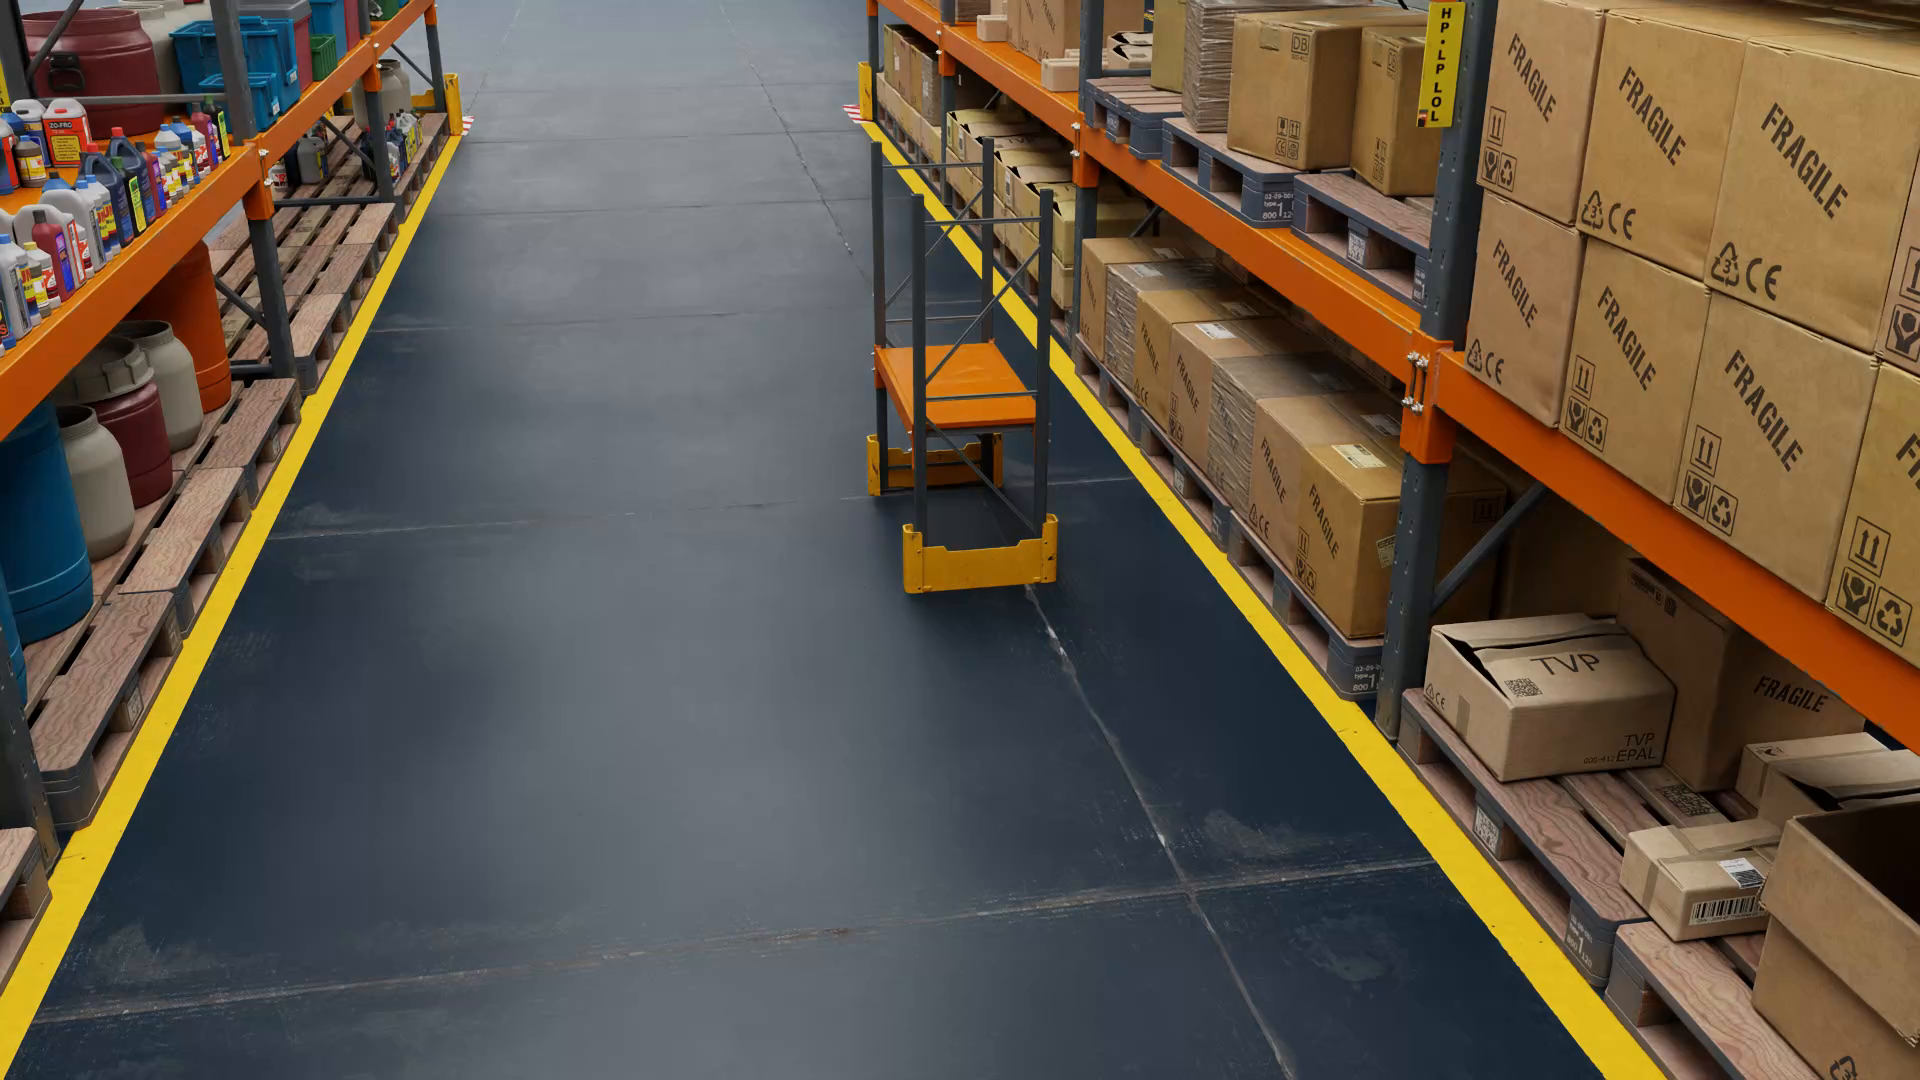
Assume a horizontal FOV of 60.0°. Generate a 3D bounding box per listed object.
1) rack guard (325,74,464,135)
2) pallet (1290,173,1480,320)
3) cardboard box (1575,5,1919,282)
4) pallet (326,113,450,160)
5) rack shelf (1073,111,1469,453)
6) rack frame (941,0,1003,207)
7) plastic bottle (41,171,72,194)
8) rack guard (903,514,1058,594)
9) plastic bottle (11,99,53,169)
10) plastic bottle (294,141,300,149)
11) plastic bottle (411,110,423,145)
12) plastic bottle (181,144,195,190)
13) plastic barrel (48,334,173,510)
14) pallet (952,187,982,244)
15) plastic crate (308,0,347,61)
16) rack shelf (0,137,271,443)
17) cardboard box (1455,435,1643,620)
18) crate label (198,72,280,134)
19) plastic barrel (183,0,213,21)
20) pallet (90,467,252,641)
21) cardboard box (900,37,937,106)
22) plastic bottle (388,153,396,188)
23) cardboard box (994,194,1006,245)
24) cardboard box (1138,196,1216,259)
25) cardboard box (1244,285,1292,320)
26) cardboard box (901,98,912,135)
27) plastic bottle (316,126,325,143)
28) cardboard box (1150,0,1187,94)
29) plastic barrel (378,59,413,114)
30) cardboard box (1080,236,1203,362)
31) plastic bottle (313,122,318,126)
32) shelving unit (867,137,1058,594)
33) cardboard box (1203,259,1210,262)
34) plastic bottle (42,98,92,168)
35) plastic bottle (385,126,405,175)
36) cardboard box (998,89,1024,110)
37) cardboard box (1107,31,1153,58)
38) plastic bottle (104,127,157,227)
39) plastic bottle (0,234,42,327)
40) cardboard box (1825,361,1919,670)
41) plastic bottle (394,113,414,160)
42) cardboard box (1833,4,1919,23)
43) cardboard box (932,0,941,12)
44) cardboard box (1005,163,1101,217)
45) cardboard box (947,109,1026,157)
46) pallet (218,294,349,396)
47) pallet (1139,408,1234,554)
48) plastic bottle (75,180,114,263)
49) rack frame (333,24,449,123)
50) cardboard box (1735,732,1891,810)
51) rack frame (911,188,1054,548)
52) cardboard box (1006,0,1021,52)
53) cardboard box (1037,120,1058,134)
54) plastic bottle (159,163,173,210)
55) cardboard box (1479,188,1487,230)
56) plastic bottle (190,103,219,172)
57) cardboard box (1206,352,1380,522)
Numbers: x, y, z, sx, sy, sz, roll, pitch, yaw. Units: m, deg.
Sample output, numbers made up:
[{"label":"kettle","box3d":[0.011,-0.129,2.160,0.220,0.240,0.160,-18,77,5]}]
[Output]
[{"label":"rack guard","box3d":[-5.186,-3.973,15.223,1.175,0.500,0.348,-4,24,-10]},{"label":"pallet","box3d":[1.800,-1.025,5.589,1.003,0.211,1.213,-4,24,-10]},{"label":"cardboard box","box3d":[1.747,-0.885,3.655,0.500,0.500,0.500,-5,24,-11]},{"label":"pallet","box3d":[-5.041,-3.521,14.548,1.003,0.211,1.213,-4,24,-10]},{"label":"rack shelf","box3d":[1.471,-1.247,6.757,1.077,0.370,4.000,-4,24,-10]},{"label":"rack frame","box3d":[0.362,-3.937,12.017,1.000,3.000,0.127,-4,24,-10]},{"label":"plastic bottle","box3d":[-3.125,-1.146,5.786,0.097,0.271,0.097,0,24,0]},{"label":"rack guard","box3d":[0.078,0.051,6.320,0.587,0.250,0.087,-4,24,-10]},{"label":"plastic bottle","box3d":[-4.005,-1.748,7.159,0.152,0.276,0.135,-4,24,-10]},{"label":"plastic bottle","box3d":[-4.945,-2.867,12.327,0.144,0.351,0.185,-6,24,-12]},{"label":"plastic bottle","box3d":[-4.437,-3.368,13.557,0.061,0.283,0.133,-4,24,-8]},{"label":"plastic bottle","box3d":[-3.173,-1.528,6.748,0.097,0.201,0.097,0,24,0]},{"label":"plastic barrel","box3d":[-3.451,-0.451,6.522,0.600,0.588,0.708,-4,24,-10]},{"label":"pallet","box3d":[0.536,-2.372,11.918,1.003,0.211,1.213,-4,24,-10]},{"label":"plastic crate","box3d":[-3.997,-3.154,10.243,0.392,0.384,0.575,-4,24,-10]},{"label":"rack shelf","box3d":[-3.398,-0.882,5.921,1.077,0.370,4.000,-4,24,-10]},{"label":"cardboard box","box3d":[1.991,-0.055,5.701,0.500,0.500,0.500,-5,24,-12]},{"label":"crate label","box3d":[-3.477,-2.115,8.055,0.303,0.233,0.416,-4,24,-10]},{"label":"plastic barrel","box3d":[-4.330,-2.783,9.205,0.433,0.535,0.433,0,24,0]},{"label":"pallet","box3d":[-3.358,0.065,6.337,1.003,0.211,1.213,-4,24,-10]},{"label":"cardboard box","box3d":[-0.223,-3.969,14.064,0.500,0.500,0.500,-4,24,-10]},{"label":"plastic bottle","box3d":[-4.135,-2.681,12.000,0.097,0.271,0.097,0,24,0]},{"label":"cardboard box","box3d":[0.478,-2.088,10.693,0.500,0.250,0.500,-4,24,-9]},{"label":"cardboard box","box3d":[1.293,-1.781,9.290,0.500,0.311,0.500,-4,24,-8]},{"label":"cardboard box","box3d":[1.600,-0.866,7.558,0.500,0.500,0.500,-5,24,-12]},{"label":"cardboard box","box3d":[-0.222,-3.625,14.214,0.500,0.250,0.500,-4,24,-10]},{"label":"plastic bottle","box3d":[-4.926,-3.036,12.797,0.061,0.283,0.133,-4,24,-10]},{"label":"cardboard box","box3d":[1.328,-2.363,7.762,0.700,0.500,0.500,-13,27,-27]},{"label":"plastic barrel","box3d":[-5.050,-3.945,14.618,0.421,0.512,0.421,0,24,0]},{"label":"cardboard box","box3d":[0.905,-1.220,8.368,0.500,0.500,0.500,-3,24,-7]},{"label":"plastic bottle","box3d":[-5.154,-3.226,13.247,0.097,0.271,0.097,0,24,0]},{"label":"shelving unit","box3d":[-0.014,-0.717,6.518,0.587,1.500,1.083,-4,24,-10]},{"label":"cardboard box","box3d":[1.293,-1.524,9.402,0.500,0.250,0.500,-4,24,-10]},{"label":"plastic bottle","box3d":[-3.856,-1.759,7.185,0.152,0.276,0.135,-4,24,-10]},{"label":"plastic bottle","box3d":[-4.249,-2.908,12.420,0.144,0.351,0.185,-4,24,-8]},{"label":"cardboard box","box3d":[0.584,-3.419,12.804,0.500,0.500,0.500,-4,24,-10]},{"label":"cardboard box","box3d":[1.126,-2.689,9.271,0.500,0.311,0.500,-5,24,-10]},{"label":"plastic bottle","box3d":[-3.074,-1.333,6.117,0.144,0.351,0.185,-4,24,-10]},{"label":"plastic bottle","box3d":[-2.801,-0.768,4.922,0.097,0.271,0.097,0,24,0]},{"label":"cardboard box","box3d":[1.951,-0.018,2.918,0.500,0.500,0.500,-5,24,-10]},{"label":"plastic bottle","box3d":[-4.362,-3.149,12.973,0.144,0.351,0.185,-4,24,-10]},{"label":"cardboard box","box3d":[2.286,-0.913,3.720,0.500,0.500,0.500,-5,24,-11]},{"label":"cardboard box","box3d":[0.169,-4.364,12.869,0.700,0.500,0.500,-5,24,-10]},{"label":"cardboard box","box3d":[0.569,-2.144,10.121,0.500,0.311,0.500,-4,24,-10]},{"label":"cardboard box","box3d":[0.193,-2.946,11.957,0.500,0.311,0.500,-4,24,-10]},{"label":"pallet","box3d":[-3.873,-1.028,8.841,1.003,0.211,1.213,-4,24,-10]},{"label":"pallet","box3d":[1.424,-0.311,7.197,1.003,0.211,1.213,-4,24,-10]},{"label":"plastic bottle","box3d":[-2.948,-1.080,5.635,0.097,0.271,0.097,0,24,0]},{"label":"rack frame","box3d":[-5.247,-5.145,14.783,1.000,3.000,0.127,-4,24,-10]},{"label":"cardboard box","box3d":[2.353,0.661,4.502,0.380,0.149,0.250,-4,24,-10]},{"label":"rack frame","box3d":[0.078,-0.521,6.069,0.500,1.500,0.032,-4,24,-10]},{"label":"cardboard box","box3d":[0.585,-3.472,10.828,0.500,0.500,0.500,-3,24,-6]},{"label":"cardboard box","box3d":[0.821,-2.784,11.587,0.500,0.311,0.500,-4,24,-8]},{"label":"plastic bottle","box3d":[-3.101,-1.375,6.398,0.097,0.201,0.097,0,24,0]},{"label":"cardboard box","box3d":[1.973,-1.232,5.173,0.700,0.500,0.500,-13,27,-27]},{"label":"plastic bottle","box3d":[-3.231,-1.727,7.102,0.061,0.283,0.133,-4,24,-10]},{"label":"cardboard box","box3d":[1.293,-0.412,6.519,0.500,0.500,0.500,-4,24,-9]}]
